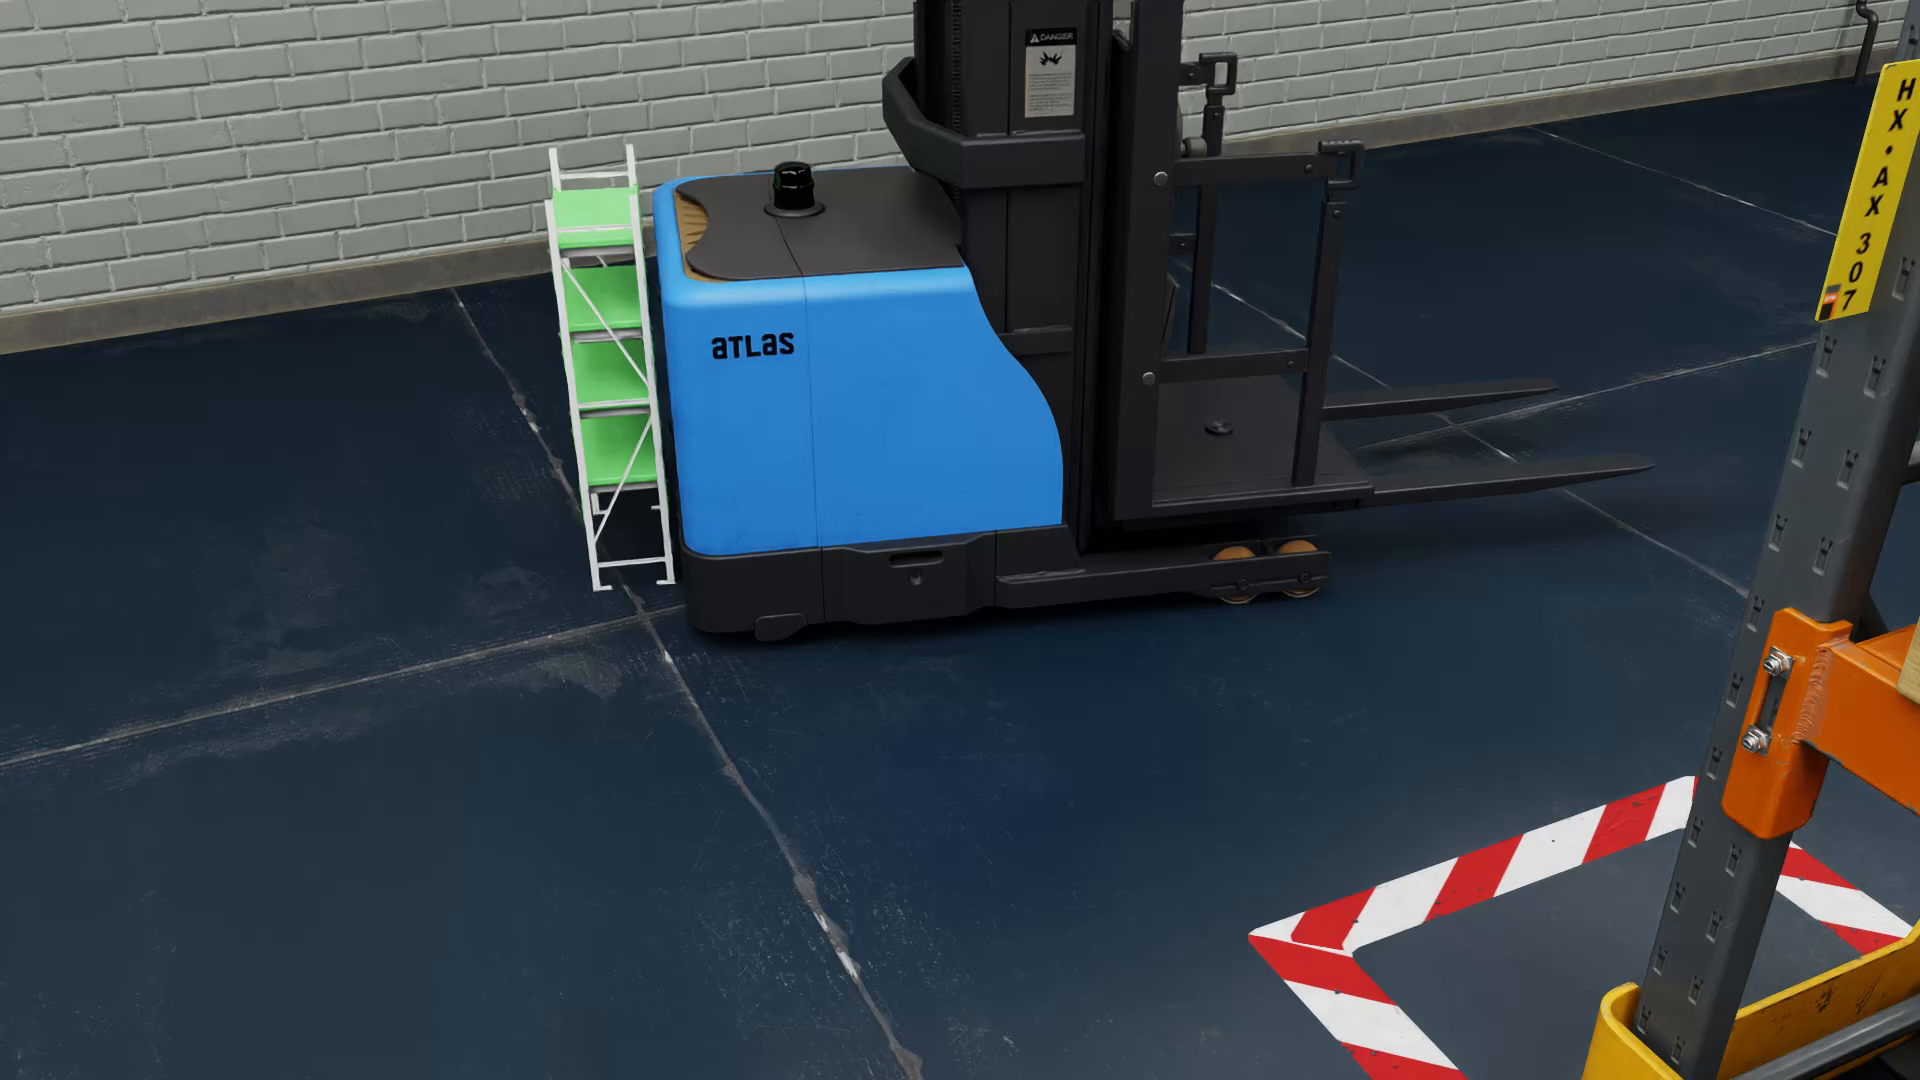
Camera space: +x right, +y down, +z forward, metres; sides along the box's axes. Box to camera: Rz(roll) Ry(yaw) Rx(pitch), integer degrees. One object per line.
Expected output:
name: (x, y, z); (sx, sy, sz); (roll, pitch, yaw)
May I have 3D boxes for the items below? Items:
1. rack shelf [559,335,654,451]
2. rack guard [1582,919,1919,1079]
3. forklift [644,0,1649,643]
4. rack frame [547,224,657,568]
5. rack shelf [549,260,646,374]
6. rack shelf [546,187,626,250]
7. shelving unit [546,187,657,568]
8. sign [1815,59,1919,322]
rack shelf: (-1.050, -0.444, 4.945); (0.258, 0.148, 0.480); (-5, 30, -10)
rack guard: (1.663, 0.956, 3.033); (1.175, 0.500, 0.348); (-13, 32, -22)
forklift: (0.612, -1.336, 4.636); (3.031, 2.935, 1.130); (-5, 30, -10)
rack frame: (-1.003, -0.382, 4.705); (0.228, 1.046, 0.006); (-5, 30, -10)
rack shelf: (-1.050, -0.653, 4.828); (0.258, 0.148, 0.480); (-5, 30, -10)
rack shelf: (-1.050, -0.909, 4.684); (0.221, 0.021, 0.457); (-5, 30, -10)
shelving unit: (-1.049, -0.498, 4.911); (0.258, 1.046, 0.487); (-5, 30, -10)
sign: (1.140, -0.431, 2.067); (0.100, 0.325, 0.005); (-13, 32, -22)
